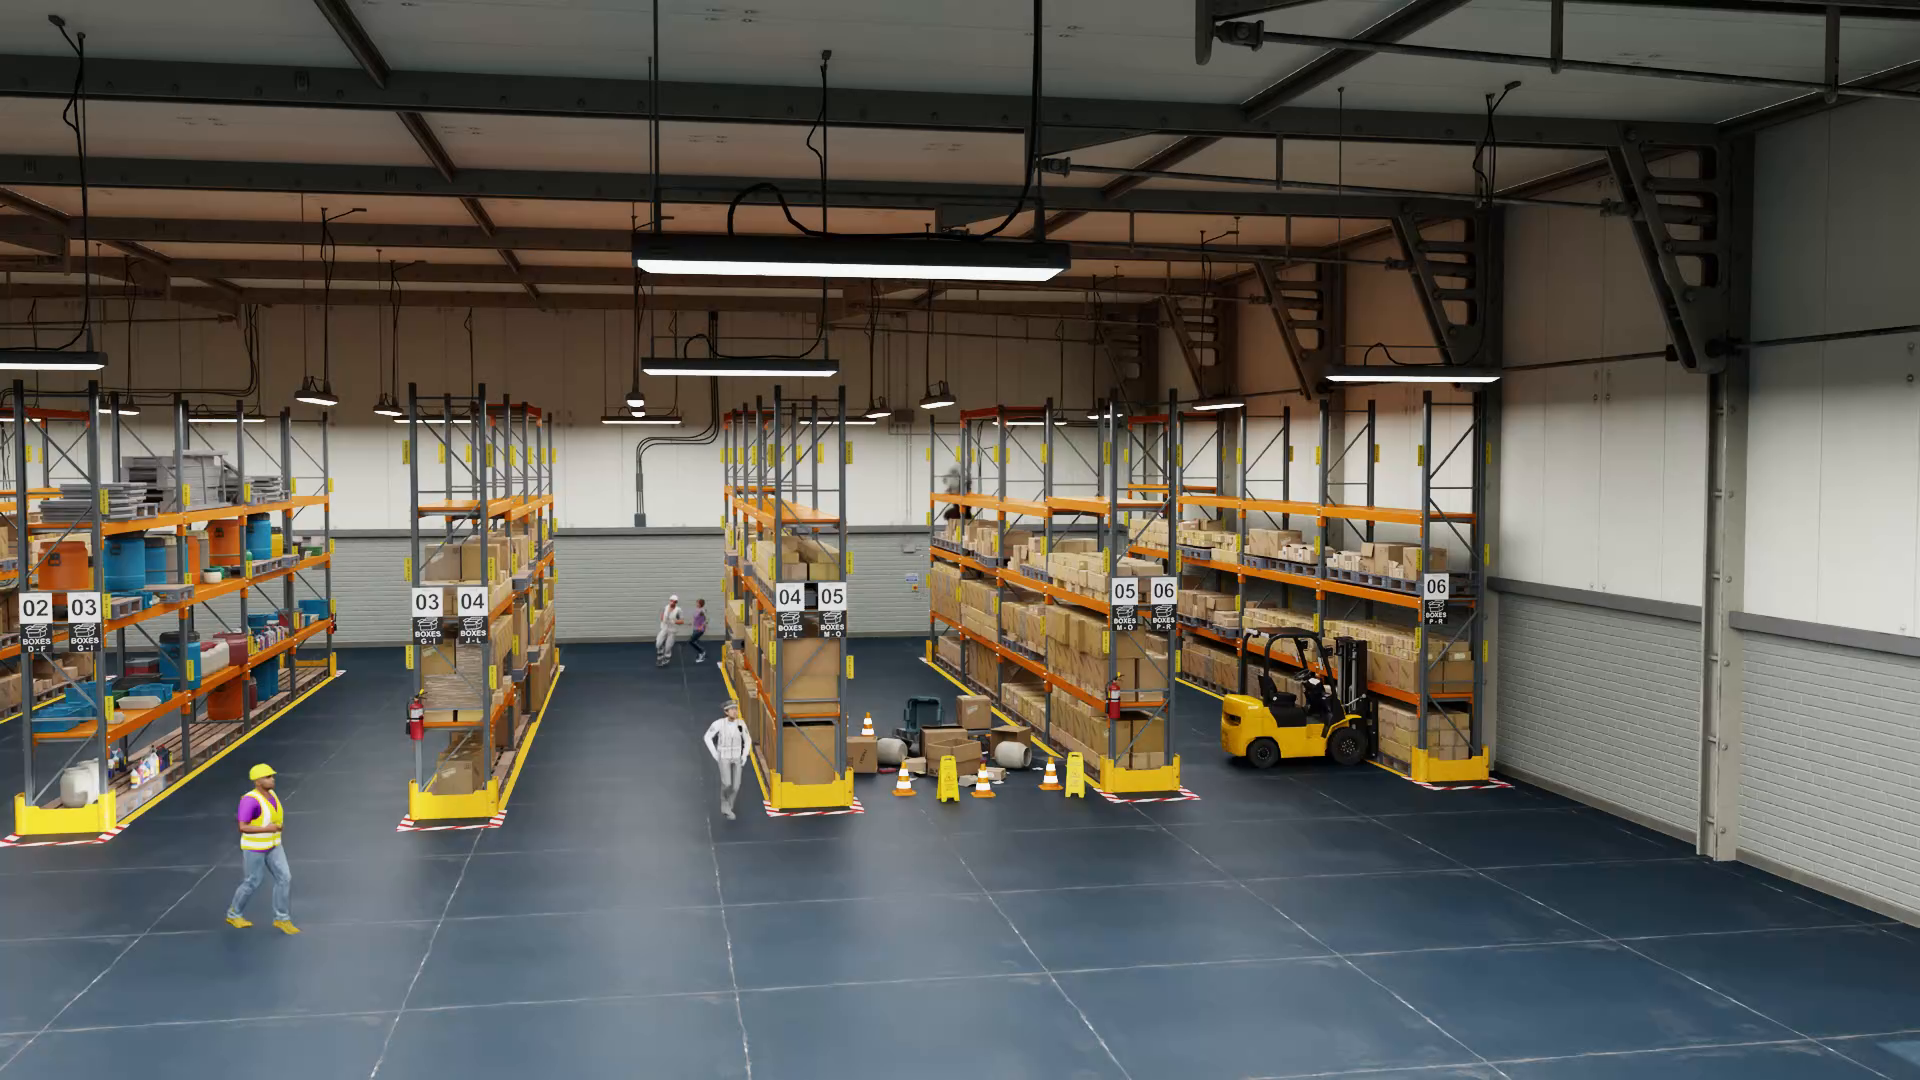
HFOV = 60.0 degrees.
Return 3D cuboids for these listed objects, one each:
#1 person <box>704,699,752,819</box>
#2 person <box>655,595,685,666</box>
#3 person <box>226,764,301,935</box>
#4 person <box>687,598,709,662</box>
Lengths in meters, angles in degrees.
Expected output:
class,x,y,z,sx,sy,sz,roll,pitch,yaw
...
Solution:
class,x,y,z,sx,sy,sz,roll,pitch,yaw
person,-3.152,3.017,22.853,0.642,1.660,0.514,-1,3,-22
person,-6.877,2.147,39.351,0.775,1.710,0.627,1,3,14
person,-7.323,3.244,17.359,0.780,1.822,0.676,1,3,15
person,-6.344,2.188,40.280,0.498,1.557,0.618,-1,3,-26
